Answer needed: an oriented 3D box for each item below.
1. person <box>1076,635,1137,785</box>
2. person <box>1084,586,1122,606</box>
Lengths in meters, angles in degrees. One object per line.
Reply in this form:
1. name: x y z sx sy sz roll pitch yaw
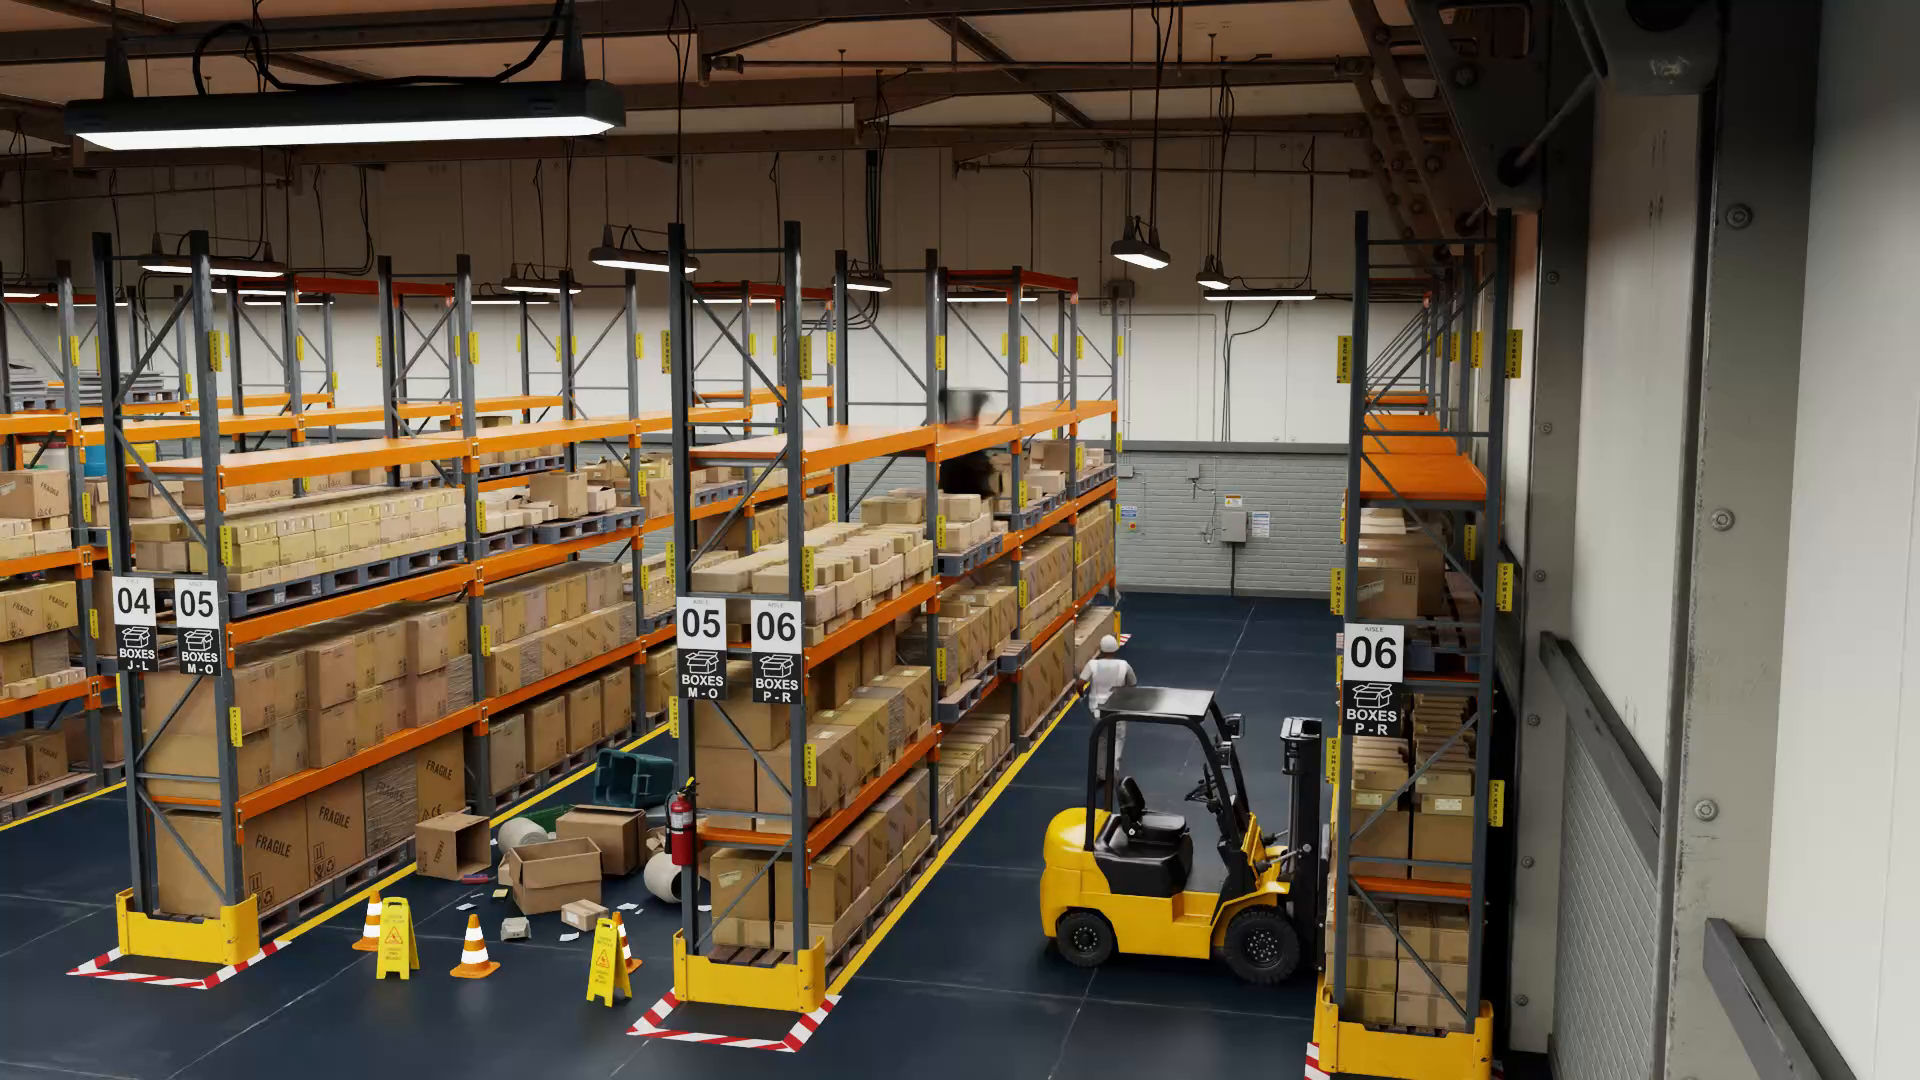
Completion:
1. person: 1.698 1.956 19.092 0.687 1.762 0.957 1 7 11
2. person: 2.605 0.480 31.238 0.855 1.752 0.670 -1 7 -5
